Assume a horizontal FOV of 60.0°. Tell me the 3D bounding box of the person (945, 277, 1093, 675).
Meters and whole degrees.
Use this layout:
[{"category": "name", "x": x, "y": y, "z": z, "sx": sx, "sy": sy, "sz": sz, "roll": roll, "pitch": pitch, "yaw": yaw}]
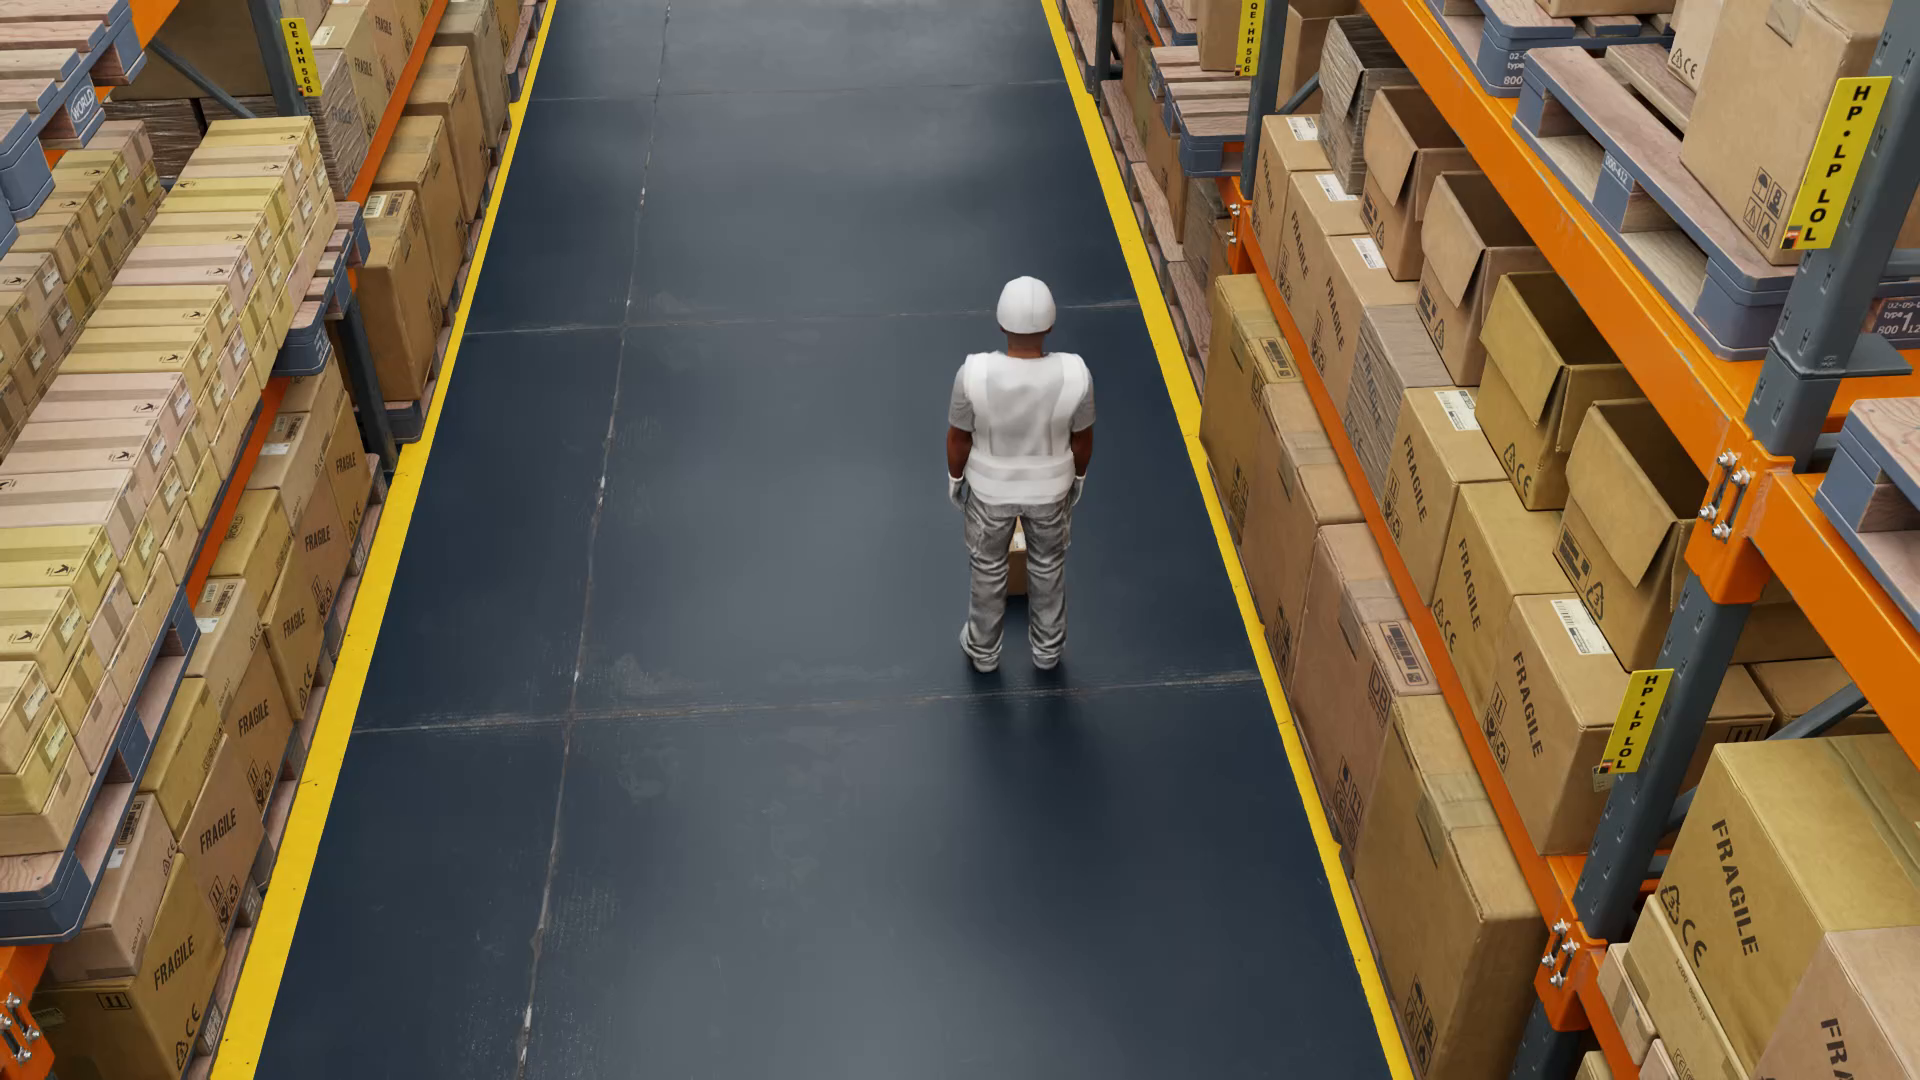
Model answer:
[{"category": "person", "x": 0.217, "y": -0.220, "z": 6.413, "sx": 0.548, "sy": 1.780, "sz": 0.356, "roll": -2, "pitch": 39, "yaw": -2}]
